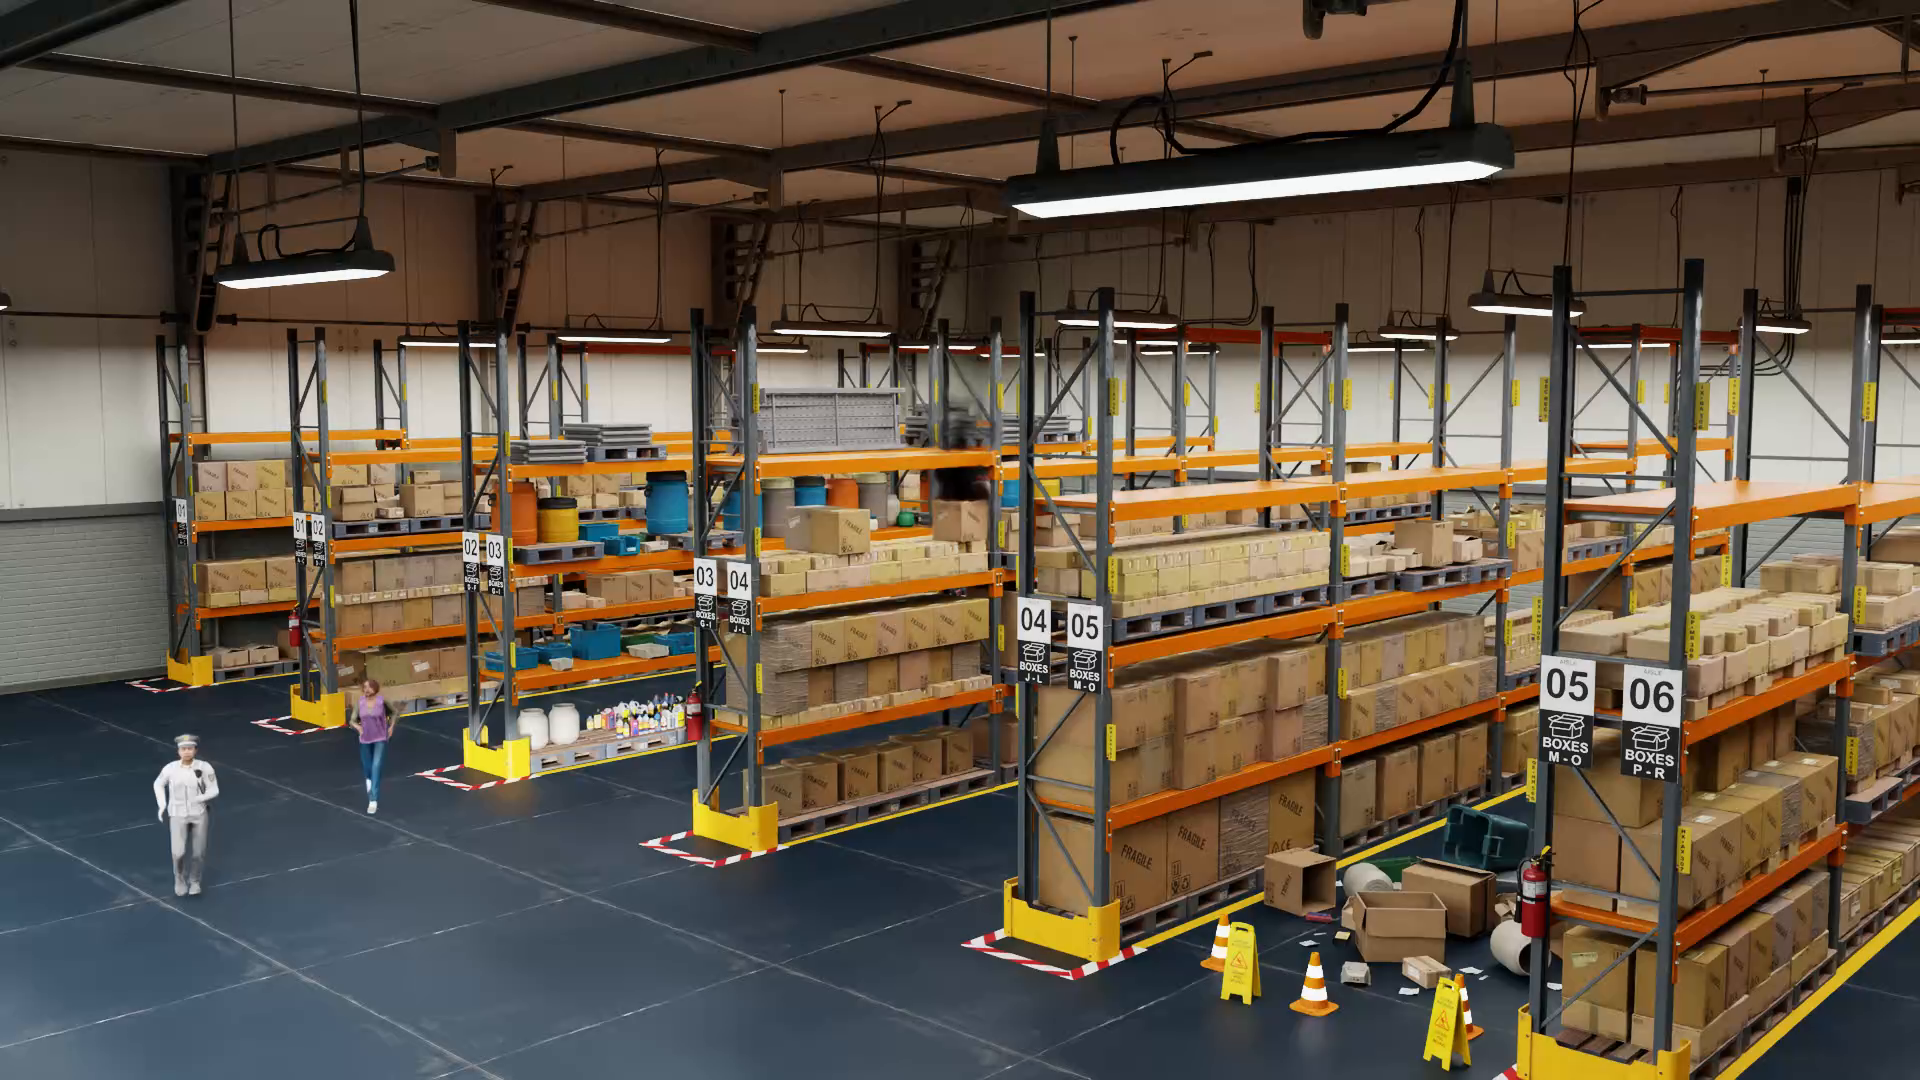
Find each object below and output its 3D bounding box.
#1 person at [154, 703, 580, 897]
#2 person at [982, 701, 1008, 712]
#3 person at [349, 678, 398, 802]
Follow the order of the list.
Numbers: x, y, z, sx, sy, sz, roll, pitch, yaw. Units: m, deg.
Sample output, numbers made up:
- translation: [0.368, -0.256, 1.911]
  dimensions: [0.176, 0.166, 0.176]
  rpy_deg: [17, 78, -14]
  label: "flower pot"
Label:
- translation: [-6.636, 2.584, 19.875]
  dimensions: [5.285, 1.408, 5.379]
  rpy_deg: [-2, 6, -25]
  label: "person"
- translation: [0.564, 2.072, 24.442]
  dimensions: [0.358, 1.599, 0.596]
  rpy_deg: [5, 7, 40]
  label: "person"
- translation: [3.276, 1.215, 22.651]
  dimensions: [21.916, 3.459, 4.769]
  rpy_deg: [-1, 5, -9]
  label: "person"
